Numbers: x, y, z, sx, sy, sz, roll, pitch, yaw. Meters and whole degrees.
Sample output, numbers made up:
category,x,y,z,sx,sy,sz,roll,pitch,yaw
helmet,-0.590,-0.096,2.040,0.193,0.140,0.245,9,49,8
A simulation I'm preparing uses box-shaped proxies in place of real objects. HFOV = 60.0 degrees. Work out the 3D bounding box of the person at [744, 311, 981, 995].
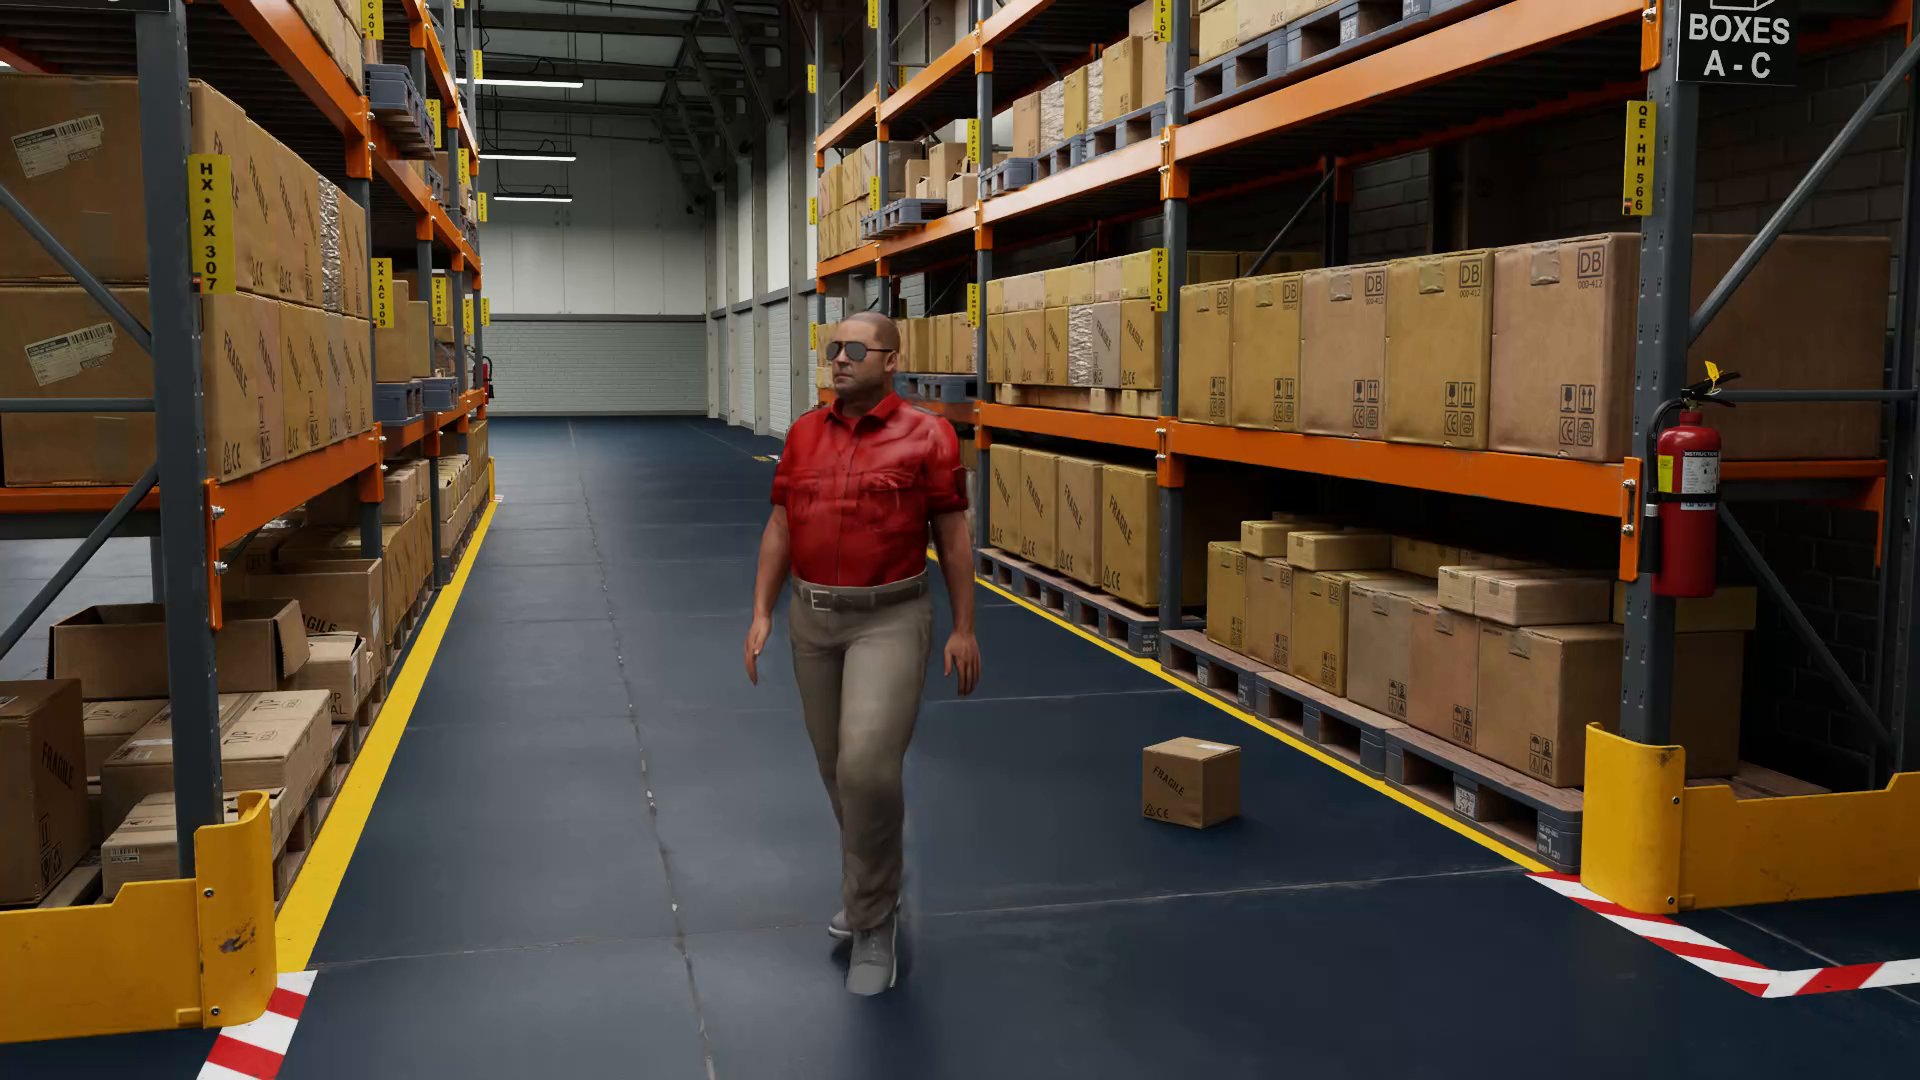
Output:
category,x,y,z,sx,sy,sz,roll,pitch,yaw
person,-0.274,0.292,4.468,0.588,1.800,0.553,3,7,27
